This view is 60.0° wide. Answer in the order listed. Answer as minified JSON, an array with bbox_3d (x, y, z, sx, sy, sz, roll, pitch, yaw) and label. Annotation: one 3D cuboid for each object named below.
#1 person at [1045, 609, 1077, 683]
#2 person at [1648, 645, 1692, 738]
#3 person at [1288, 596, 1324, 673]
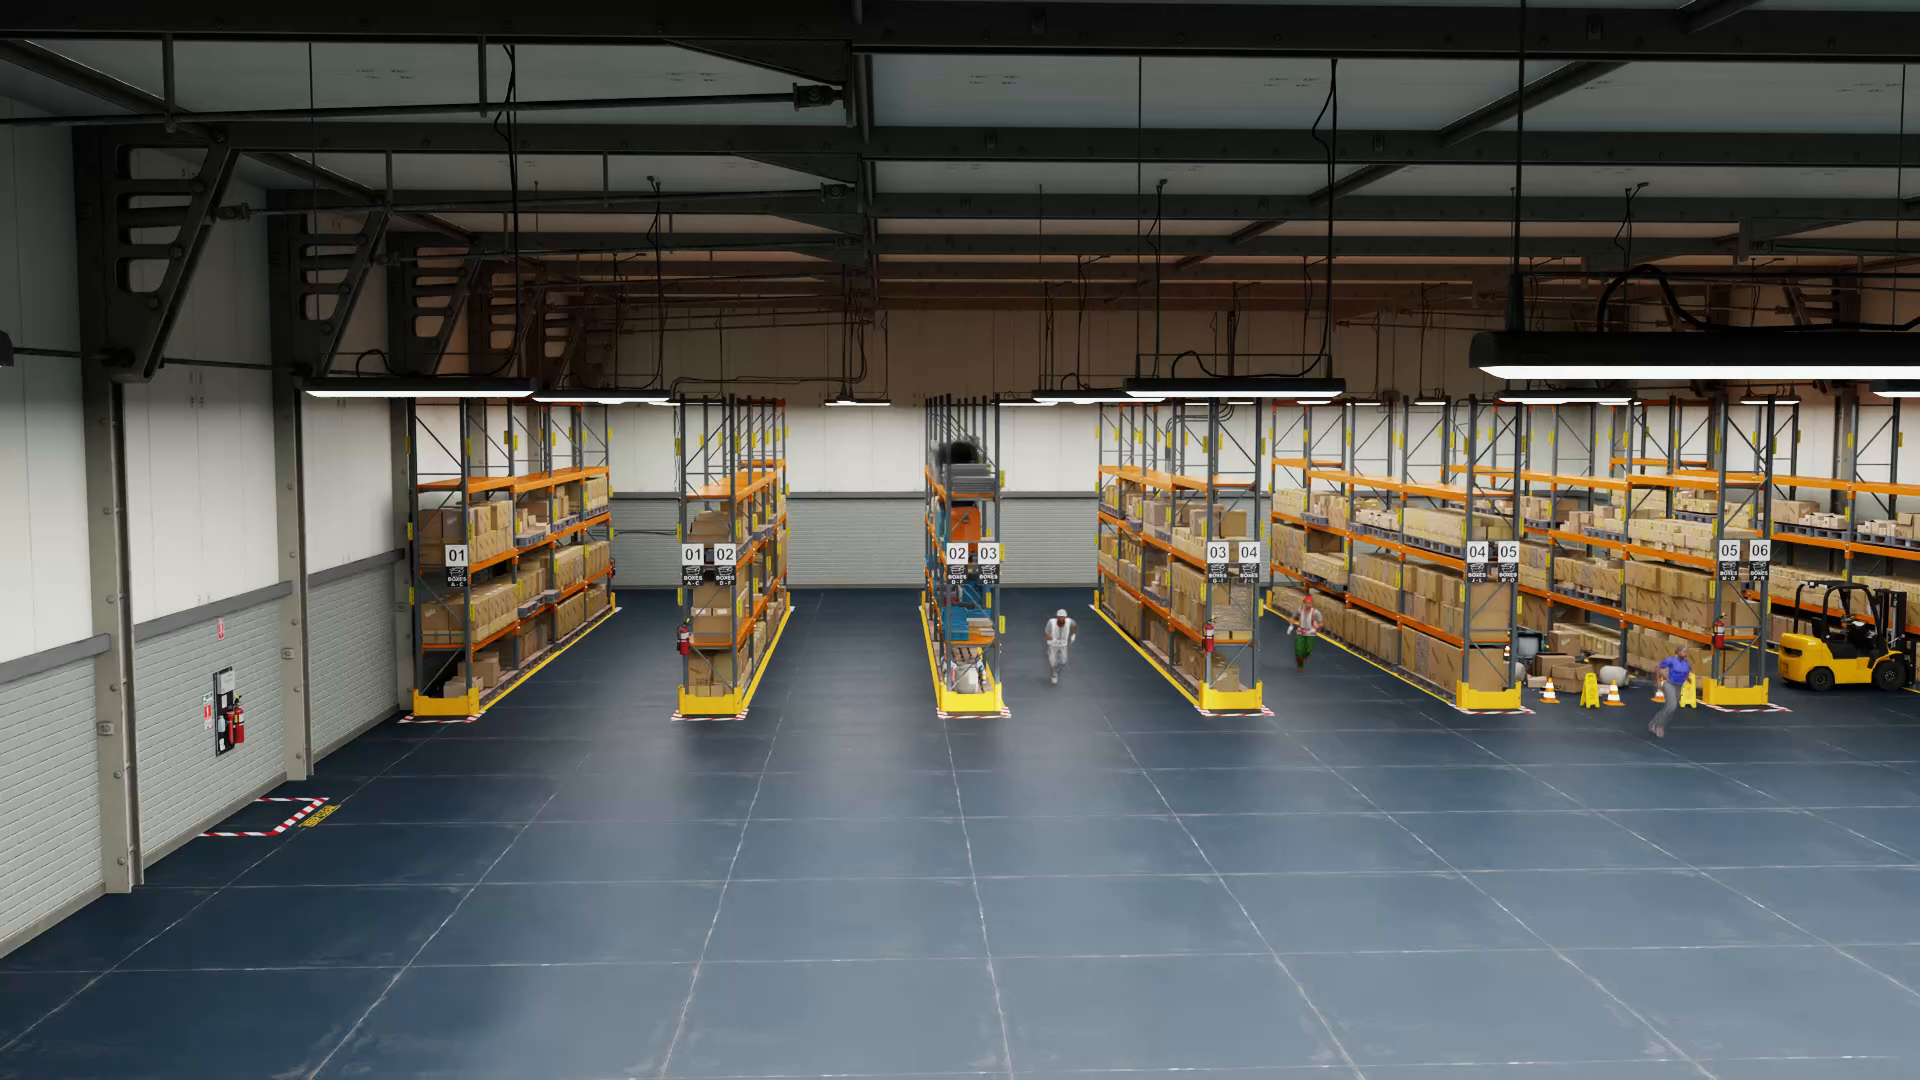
[{"bbox_3d":[2.097,2.201,34.515,0.720,1.596,0.825,-1,5,-12],"label":"person"},{"bbox_3d":[12.393,2.626,29.008,0.739,1.582,0.743,-2,5,-22],"label":"person"},{"bbox_3d":[7.505,2.047,36.133,0.763,1.689,0.552,1,5,12],"label":"person"}]
